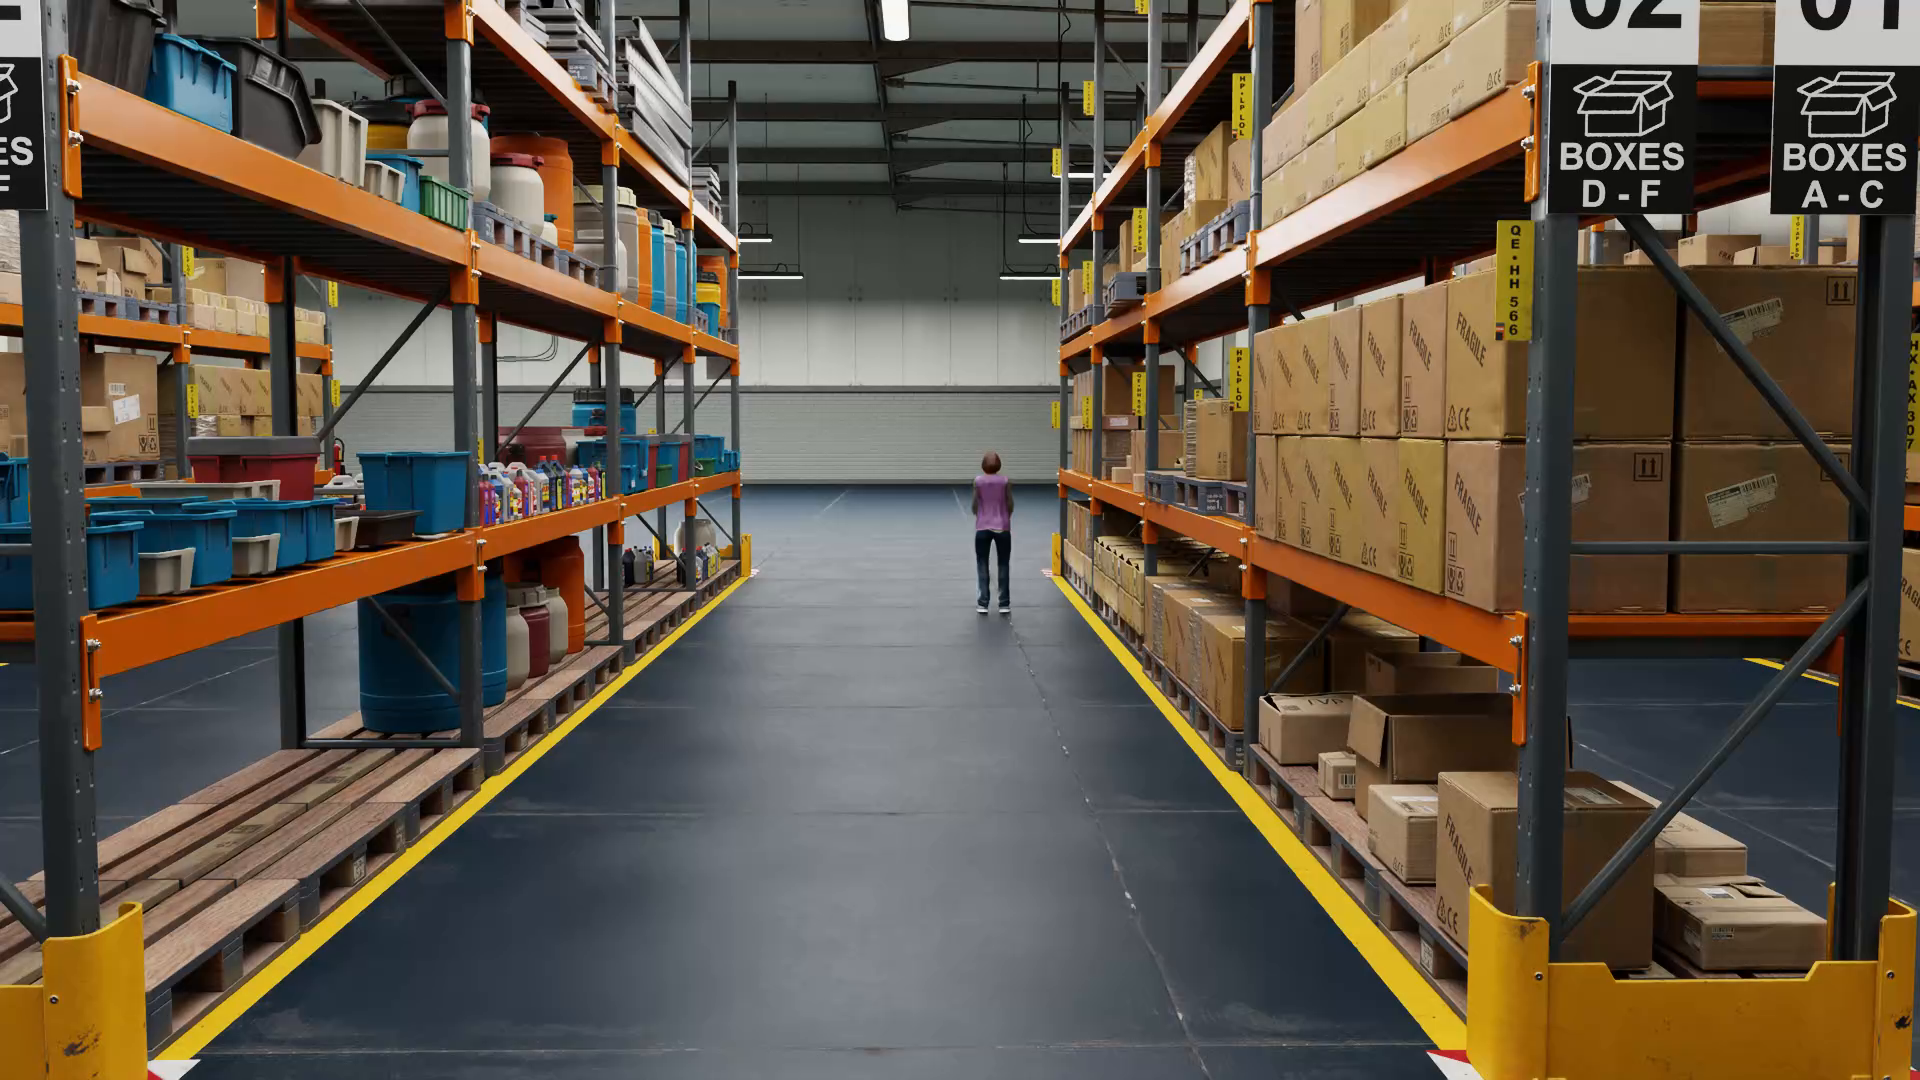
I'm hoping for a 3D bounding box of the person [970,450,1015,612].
[{"bbox_3d":[0.321,-0.084,16.379,0.444,1.603,0.398,0,4,1],"label":"person"}]
